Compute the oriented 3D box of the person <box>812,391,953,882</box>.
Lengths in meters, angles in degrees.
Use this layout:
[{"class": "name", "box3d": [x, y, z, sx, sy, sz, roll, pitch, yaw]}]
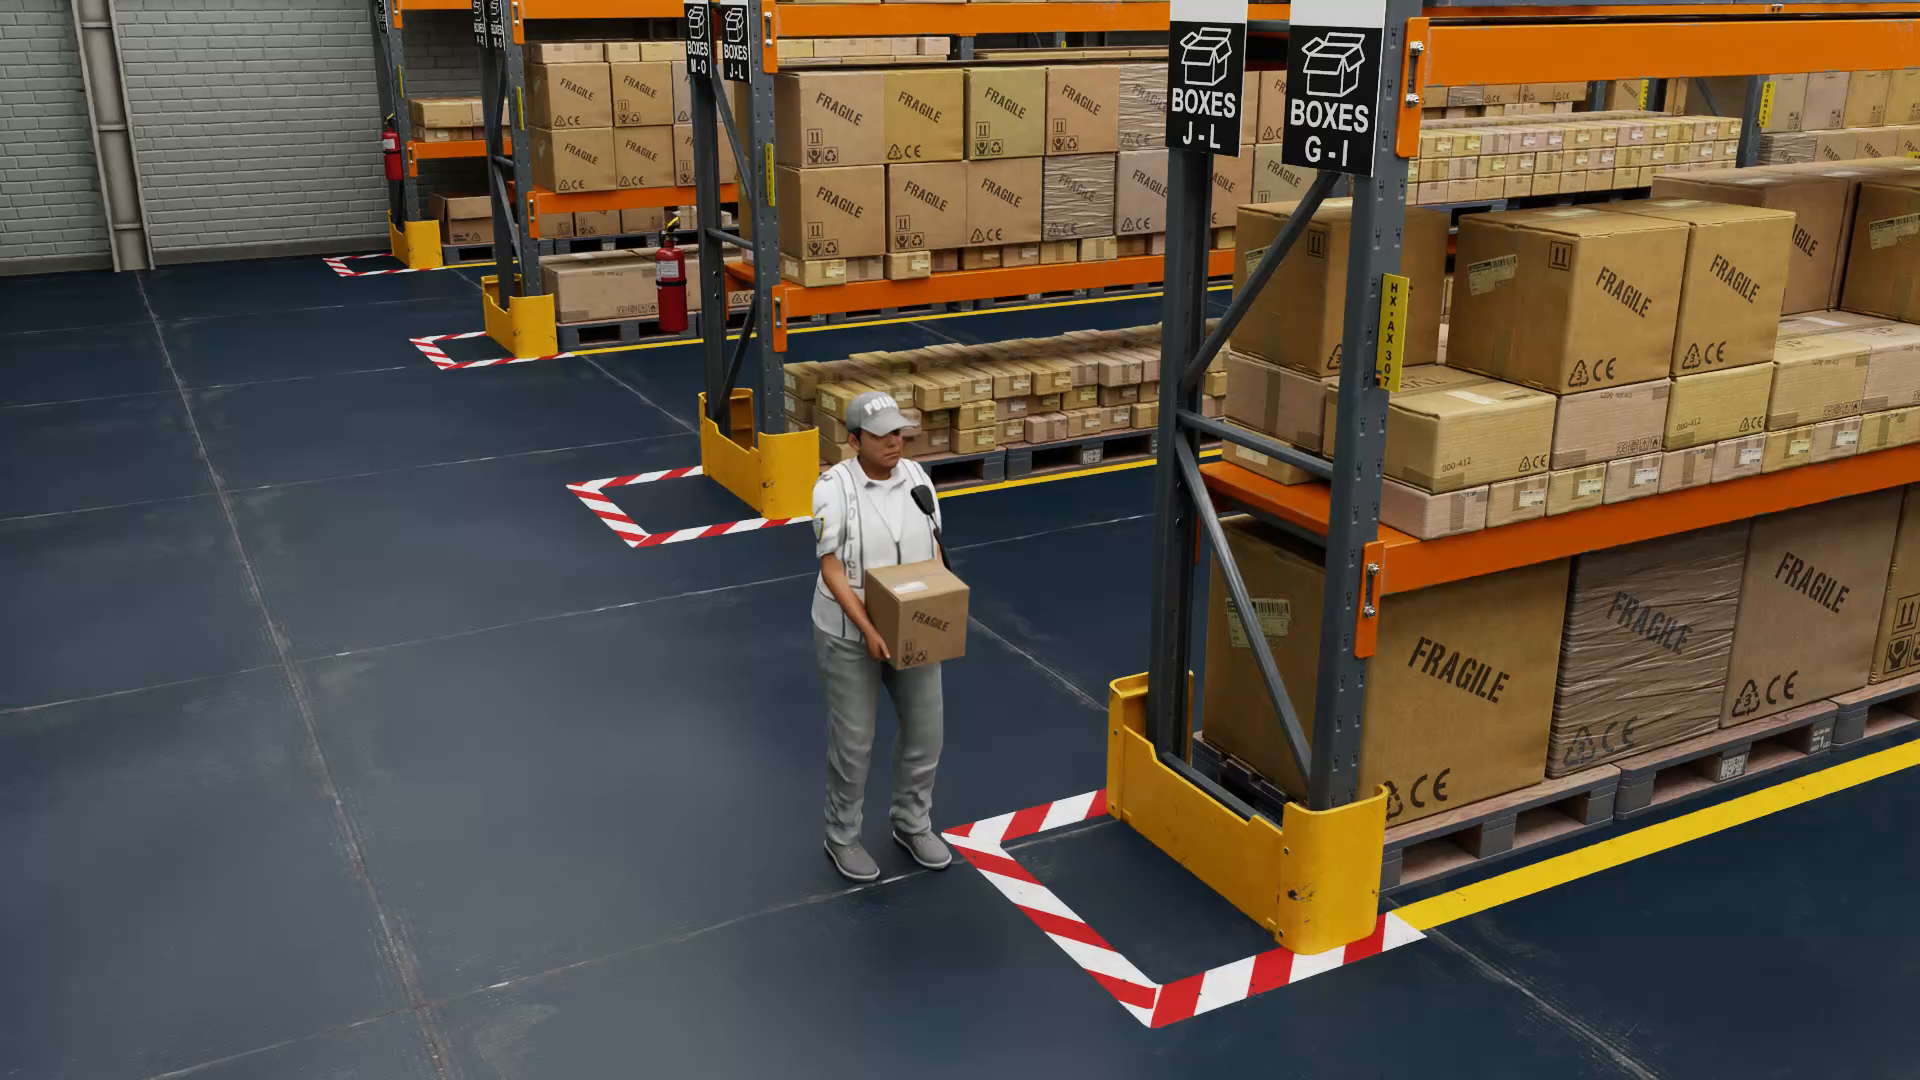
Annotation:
[{"class": "person", "box3d": [-0.236, 0.336, 5.576, 0.455, 1.657, 0.535, -10, 21, -28]}]
